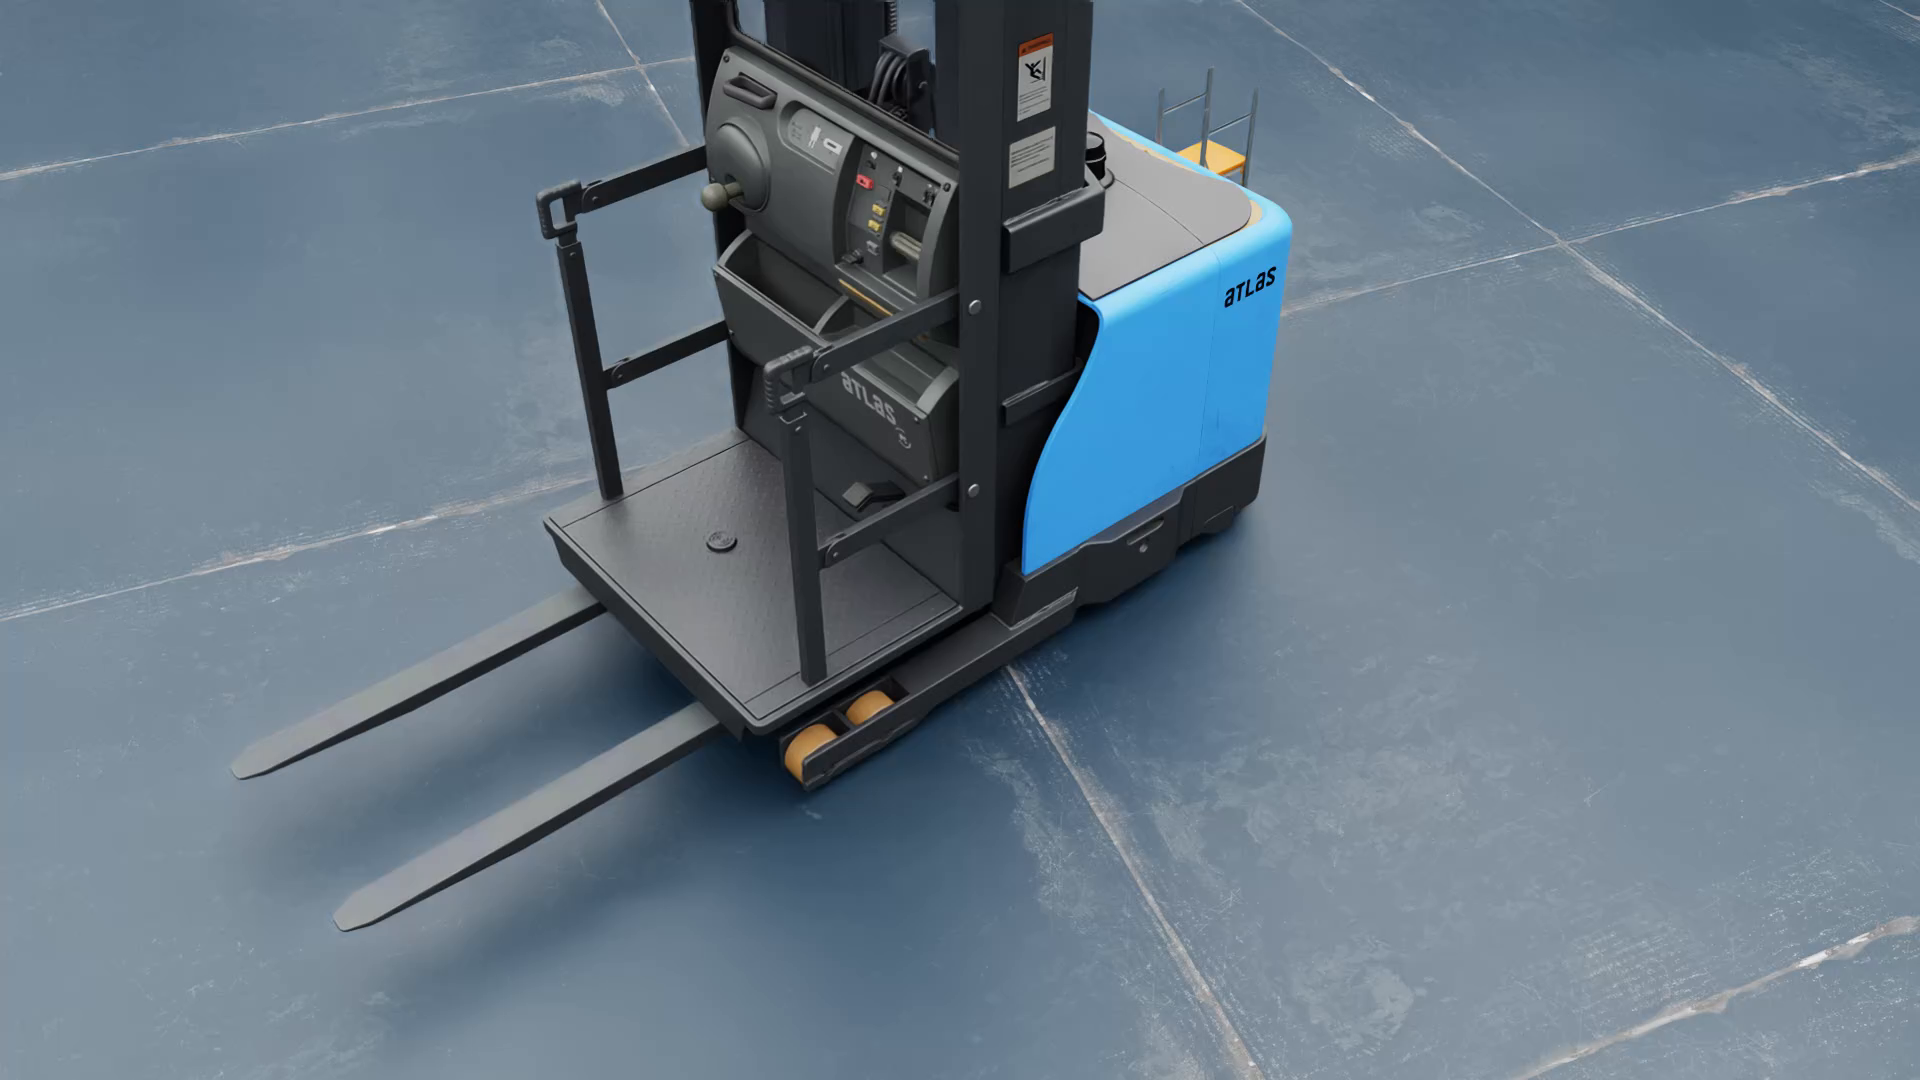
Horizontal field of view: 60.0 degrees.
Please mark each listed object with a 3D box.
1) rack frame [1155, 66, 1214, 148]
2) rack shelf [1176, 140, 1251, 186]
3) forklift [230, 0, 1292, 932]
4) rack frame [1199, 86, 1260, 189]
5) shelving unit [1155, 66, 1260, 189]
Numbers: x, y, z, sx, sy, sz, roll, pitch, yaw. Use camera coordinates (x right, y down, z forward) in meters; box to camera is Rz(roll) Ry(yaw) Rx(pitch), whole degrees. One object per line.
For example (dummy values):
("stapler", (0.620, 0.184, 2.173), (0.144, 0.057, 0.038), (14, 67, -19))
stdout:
("rack frame", (0.687, -0.944, 5.428), (0.240, 1.200, 0.006), (-30, 49, -30))
("rack shelf", (0.748, -1.139, 5.170), (0.258, 0.103, 0.180), (-30, 49, -30))
("forklift", (-0.494, -0.838, 3.977), (3.031, 2.935, 1.130), (-29, 48, -29))
("rack frame", (0.809, -0.855, 5.324), (0.240, 1.200, 0.006), (-30, 49, -30))
("shelving unit", (0.748, -0.900, 5.376), (0.258, 1.200, 0.189), (-30, 49, -30))
